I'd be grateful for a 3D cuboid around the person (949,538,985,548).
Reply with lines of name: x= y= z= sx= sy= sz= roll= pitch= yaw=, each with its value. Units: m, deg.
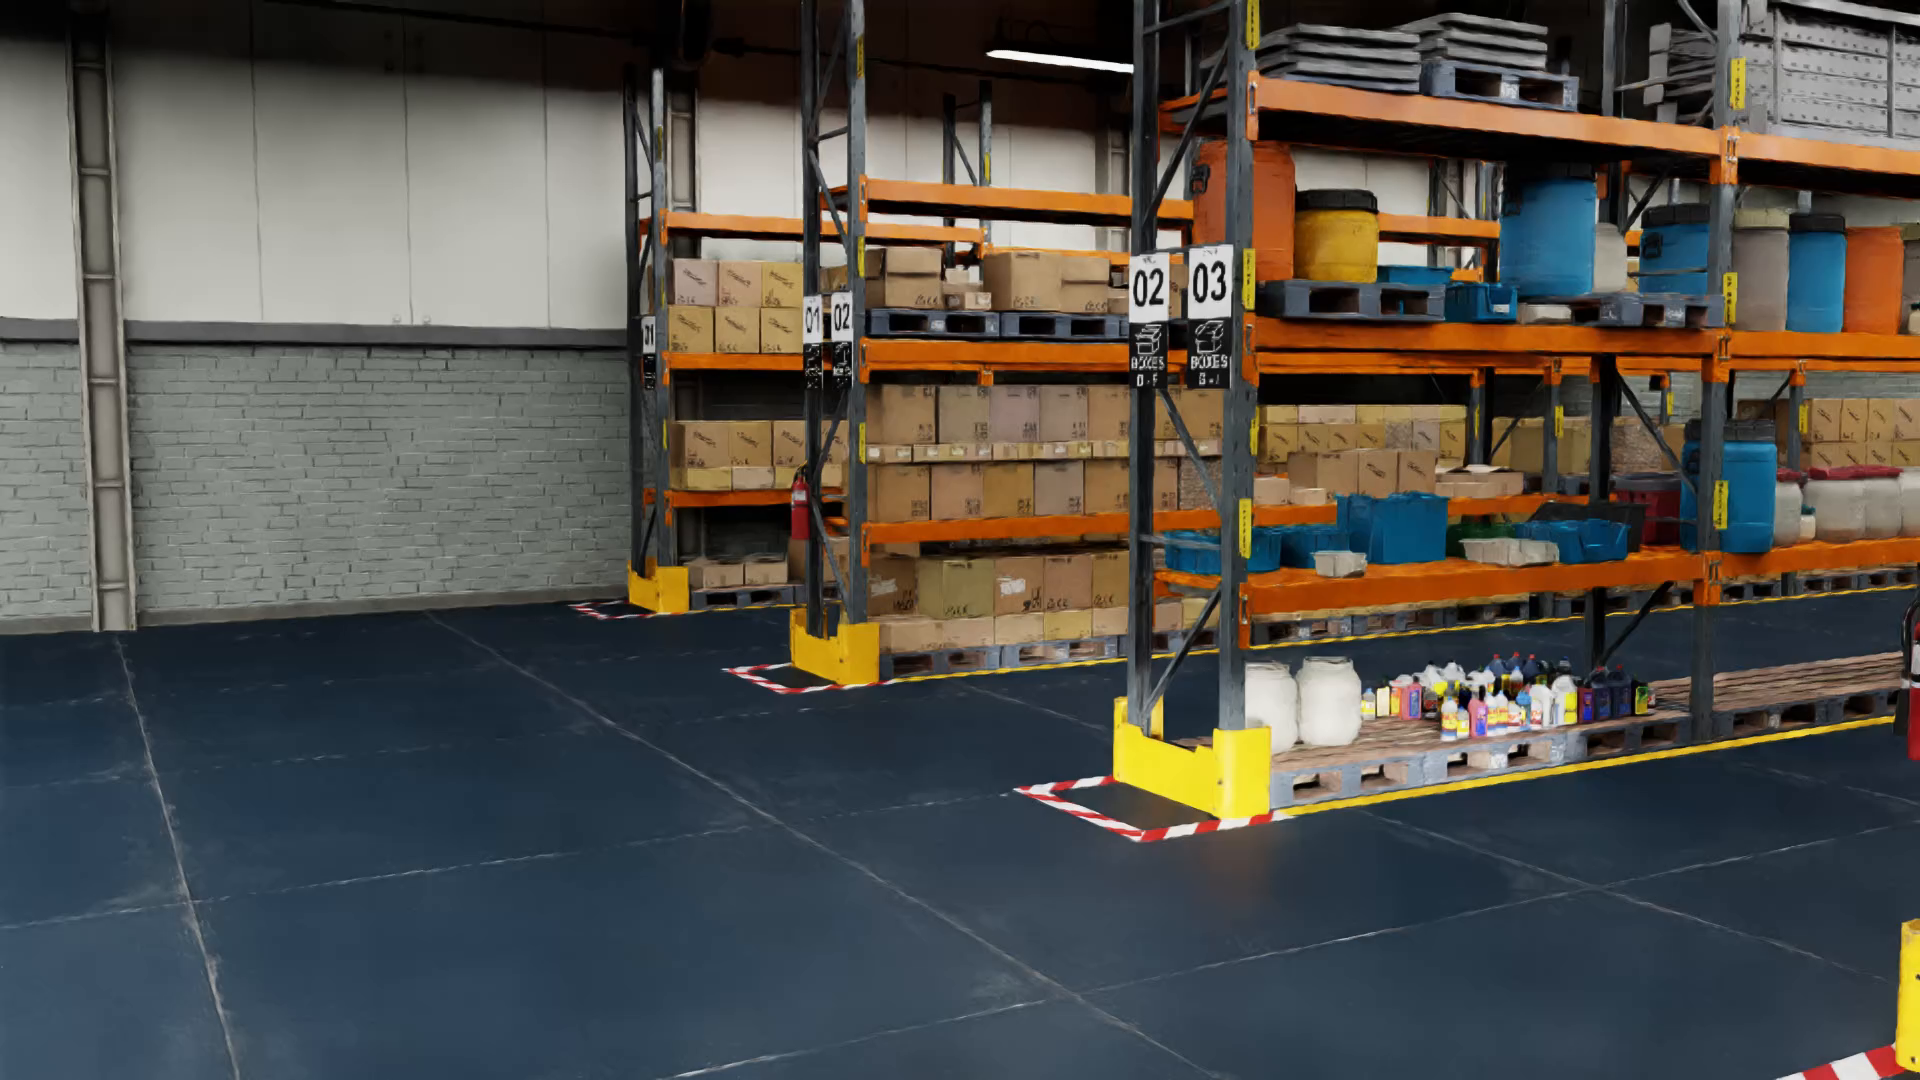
person: x=0.101 y=-0.082 z=18.118 sx=0.484 sy=1.685 sz=0.508 roll=3 pitch=6 yaw=29
